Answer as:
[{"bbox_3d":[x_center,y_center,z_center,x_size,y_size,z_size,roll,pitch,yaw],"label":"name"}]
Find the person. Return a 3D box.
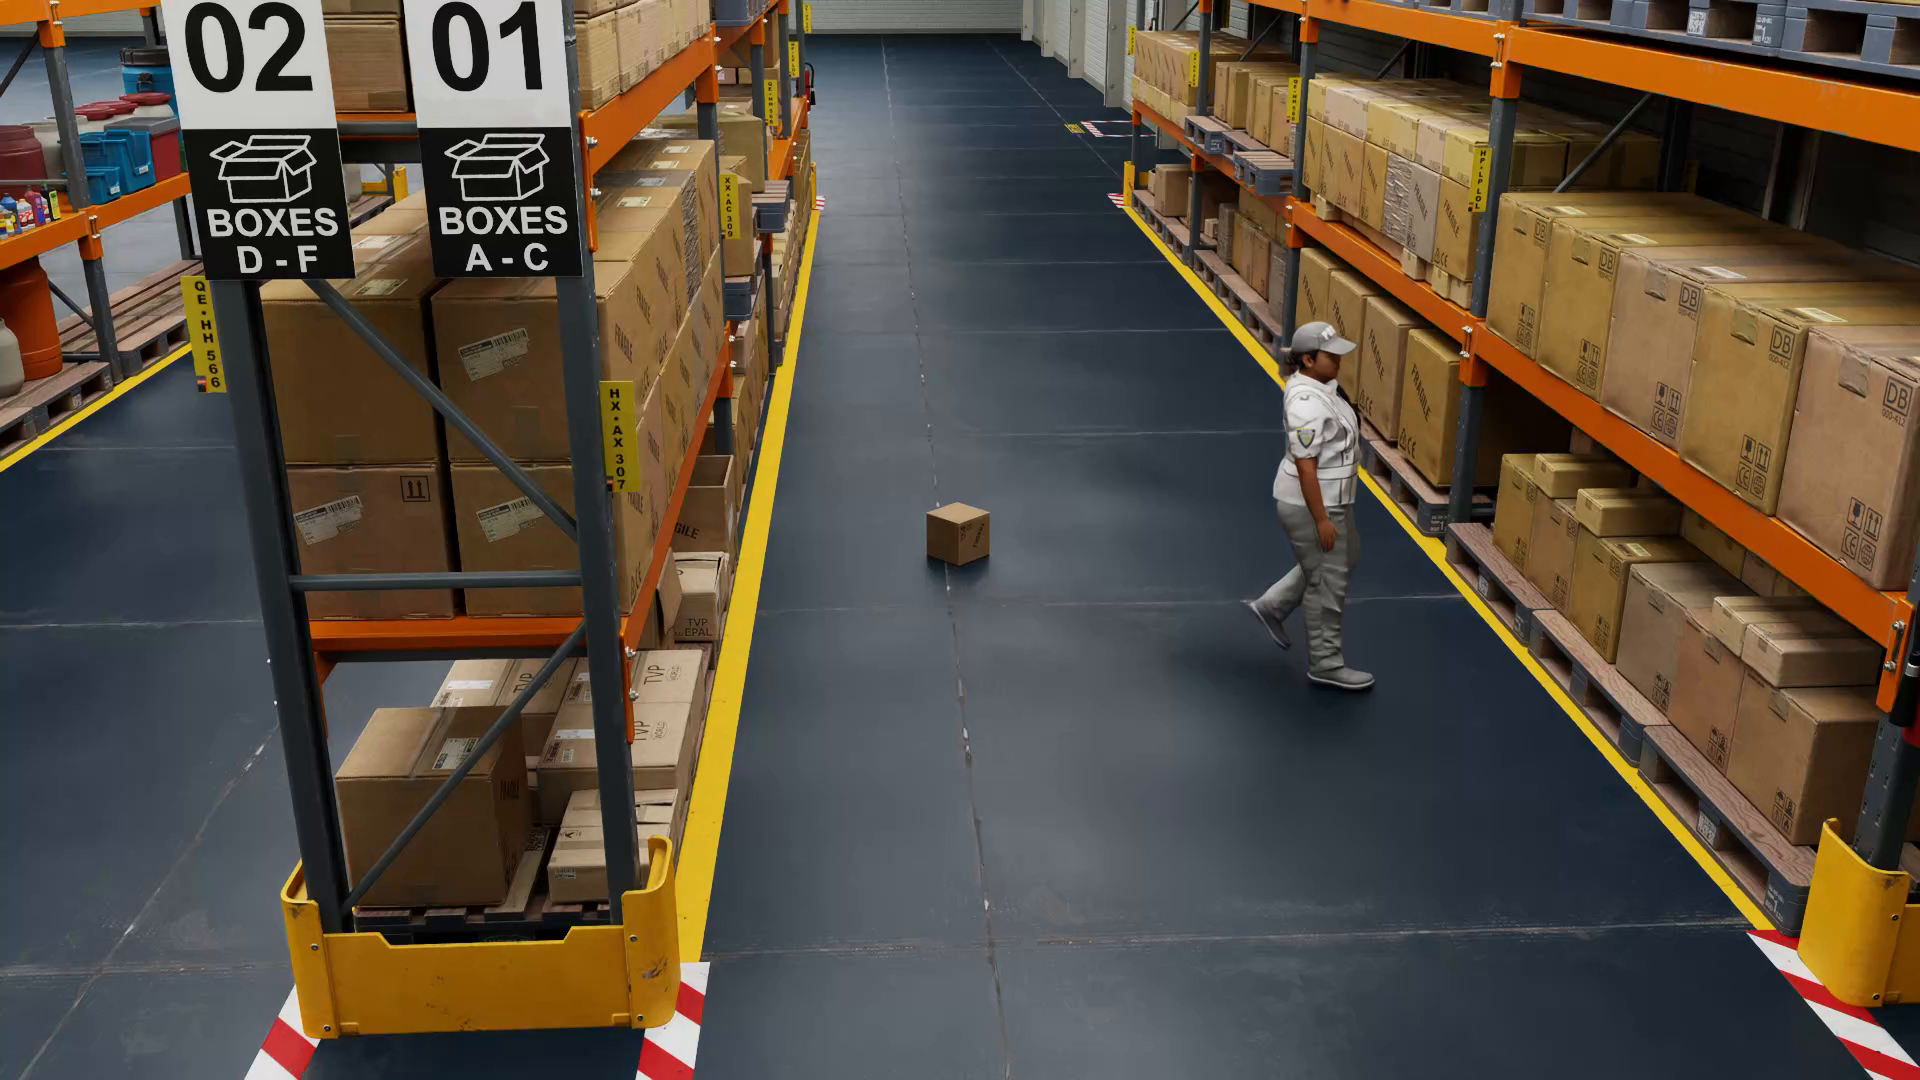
[{"bbox_3d":[1.630,-0.162,7.445,0.575,1.661,0.513,4,21,11],"label":"person"}]
